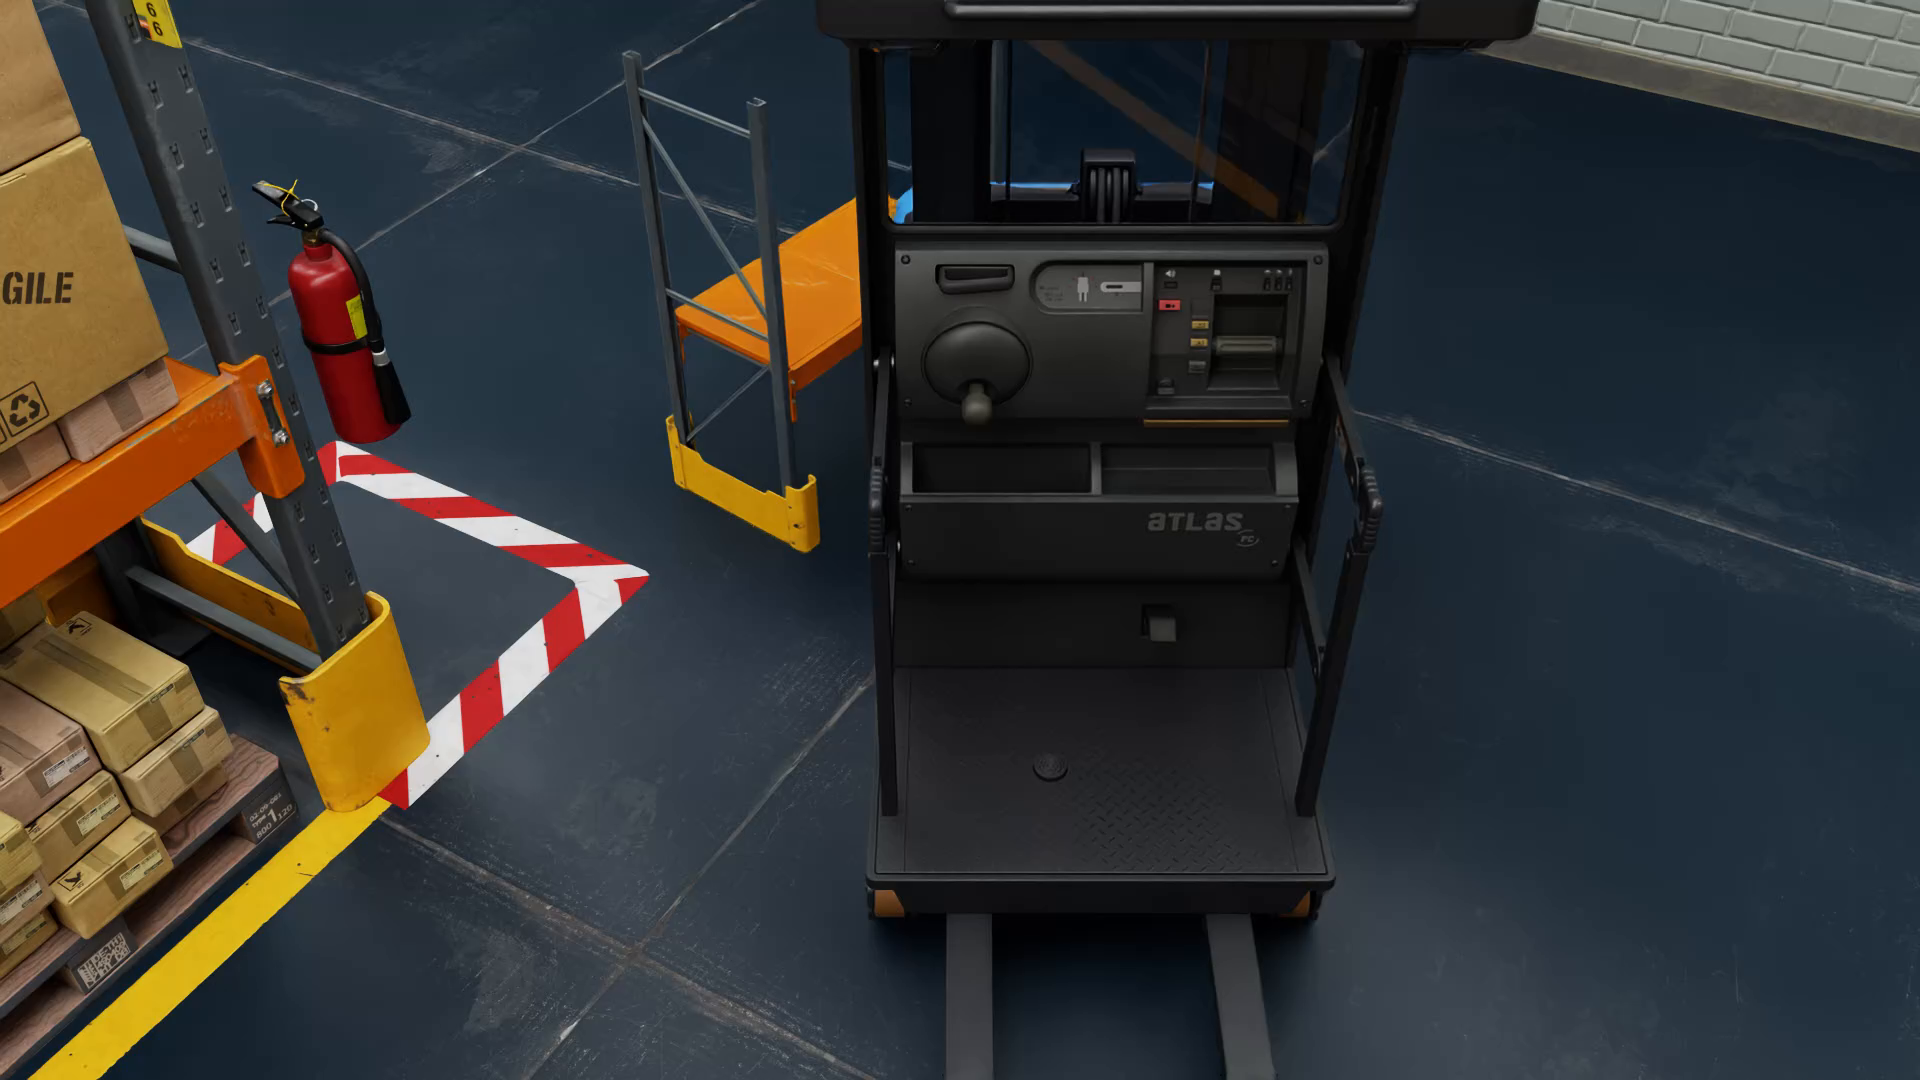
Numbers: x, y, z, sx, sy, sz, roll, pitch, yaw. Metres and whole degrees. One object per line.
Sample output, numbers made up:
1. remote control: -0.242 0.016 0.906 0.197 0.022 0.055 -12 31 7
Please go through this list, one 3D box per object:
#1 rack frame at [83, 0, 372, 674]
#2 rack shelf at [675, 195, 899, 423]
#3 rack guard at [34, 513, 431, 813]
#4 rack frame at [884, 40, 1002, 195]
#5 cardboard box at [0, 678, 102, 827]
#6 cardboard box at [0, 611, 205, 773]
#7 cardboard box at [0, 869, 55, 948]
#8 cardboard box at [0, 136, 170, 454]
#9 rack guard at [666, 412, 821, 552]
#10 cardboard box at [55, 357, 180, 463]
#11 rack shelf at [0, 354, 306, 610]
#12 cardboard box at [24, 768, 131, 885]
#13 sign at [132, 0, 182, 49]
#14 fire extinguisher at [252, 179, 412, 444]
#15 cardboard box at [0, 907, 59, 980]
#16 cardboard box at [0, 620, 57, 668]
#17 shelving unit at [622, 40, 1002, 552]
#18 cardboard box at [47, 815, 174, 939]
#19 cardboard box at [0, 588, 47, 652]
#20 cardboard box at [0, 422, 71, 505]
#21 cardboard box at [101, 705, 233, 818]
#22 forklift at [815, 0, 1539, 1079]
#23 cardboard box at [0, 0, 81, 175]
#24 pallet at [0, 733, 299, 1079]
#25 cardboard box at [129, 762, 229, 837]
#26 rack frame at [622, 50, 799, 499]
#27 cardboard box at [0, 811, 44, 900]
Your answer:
1. rack frame: -2.001 -0.719 3.797 1.000 3.000 0.127 21 45 22
2. rack shelf: -0.392 -0.780 5.273 0.538 0.185 1.000 27 48 27
3. rack guard: -2.039 0.263 4.573 1.175 0.500 0.348 21 45 22
4. rack frame: -0.082 -1.182 5.457 0.500 1.500 0.032 27 48 27
5. cardboard box: -2.222 0.482 3.823 0.380 0.149 0.250 22 46 23
6. cardboard box: -2.046 0.357 3.964 0.380 0.149 0.250 21 46 23
7. cardboard box: -2.276 0.776 3.713 0.380 0.149 0.250 19 45 20
8. cardboard box: -2.003 -0.526 3.277 0.500 0.500 0.500 22 46 23
9. rack guard: -0.689 -0.190 5.277 0.587 0.250 0.087 27 48 27
10. cardboard box: -1.919 -0.344 3.562 0.380 0.149 0.250 21 46 22
11. rack shelf: -3.002 0.696 2.735 1.077 0.370 4.000 21 45 22
12. cardboard box: -2.195 0.610 3.902 0.380 0.149 0.250 20 45 21
13. sign: -1.530 -1.077 3.088 0.100 0.325 0.005 21 45 22
14. fire extinguisher: -1.475 -0.541 3.936 0.296 0.674 0.183 21 45 22
15. cardboard box: -2.331 0.867 3.835 0.380 0.149 0.250 21 45 22
16. cardboard box: -2.485 0.297 4.258 0.380 0.149 0.250 23 46 24
17. shelving unit: -0.386 -0.920 5.160 0.587 1.500 1.083 27 48 27
18. cardboard box: -2.125 0.744 3.975 0.380 0.149 0.250 22 46 23
19. cardboard box: -2.557 0.158 4.191 0.380 0.149 0.250 19 45 20
20. cardboard box: -2.076 -0.215 3.414 0.380 0.149 0.250 21 45 22
21. cardboard box: -2.018 0.478 4.052 0.380 0.149 0.250 20 45 21
22. forklift: 0.327 -0.364 3.445 1.130 2.935 3.031 0 41 0
23. cardboard box: -2.014 -0.899 2.944 0.500 0.500 0.500 20 45 21
24. pallet: -2.476 0.824 4.154 1.003 0.211 1.213 21 45 22
25. cardboard box: -2.084 0.564 4.180 0.380 0.149 0.250 22 46 23
26. rack frame: -0.701 -0.649 4.852 0.500 1.500 0.032 27 48 27
27. cardboard box: -2.241 0.672 3.607 0.380 0.149 0.250 20 45 21
